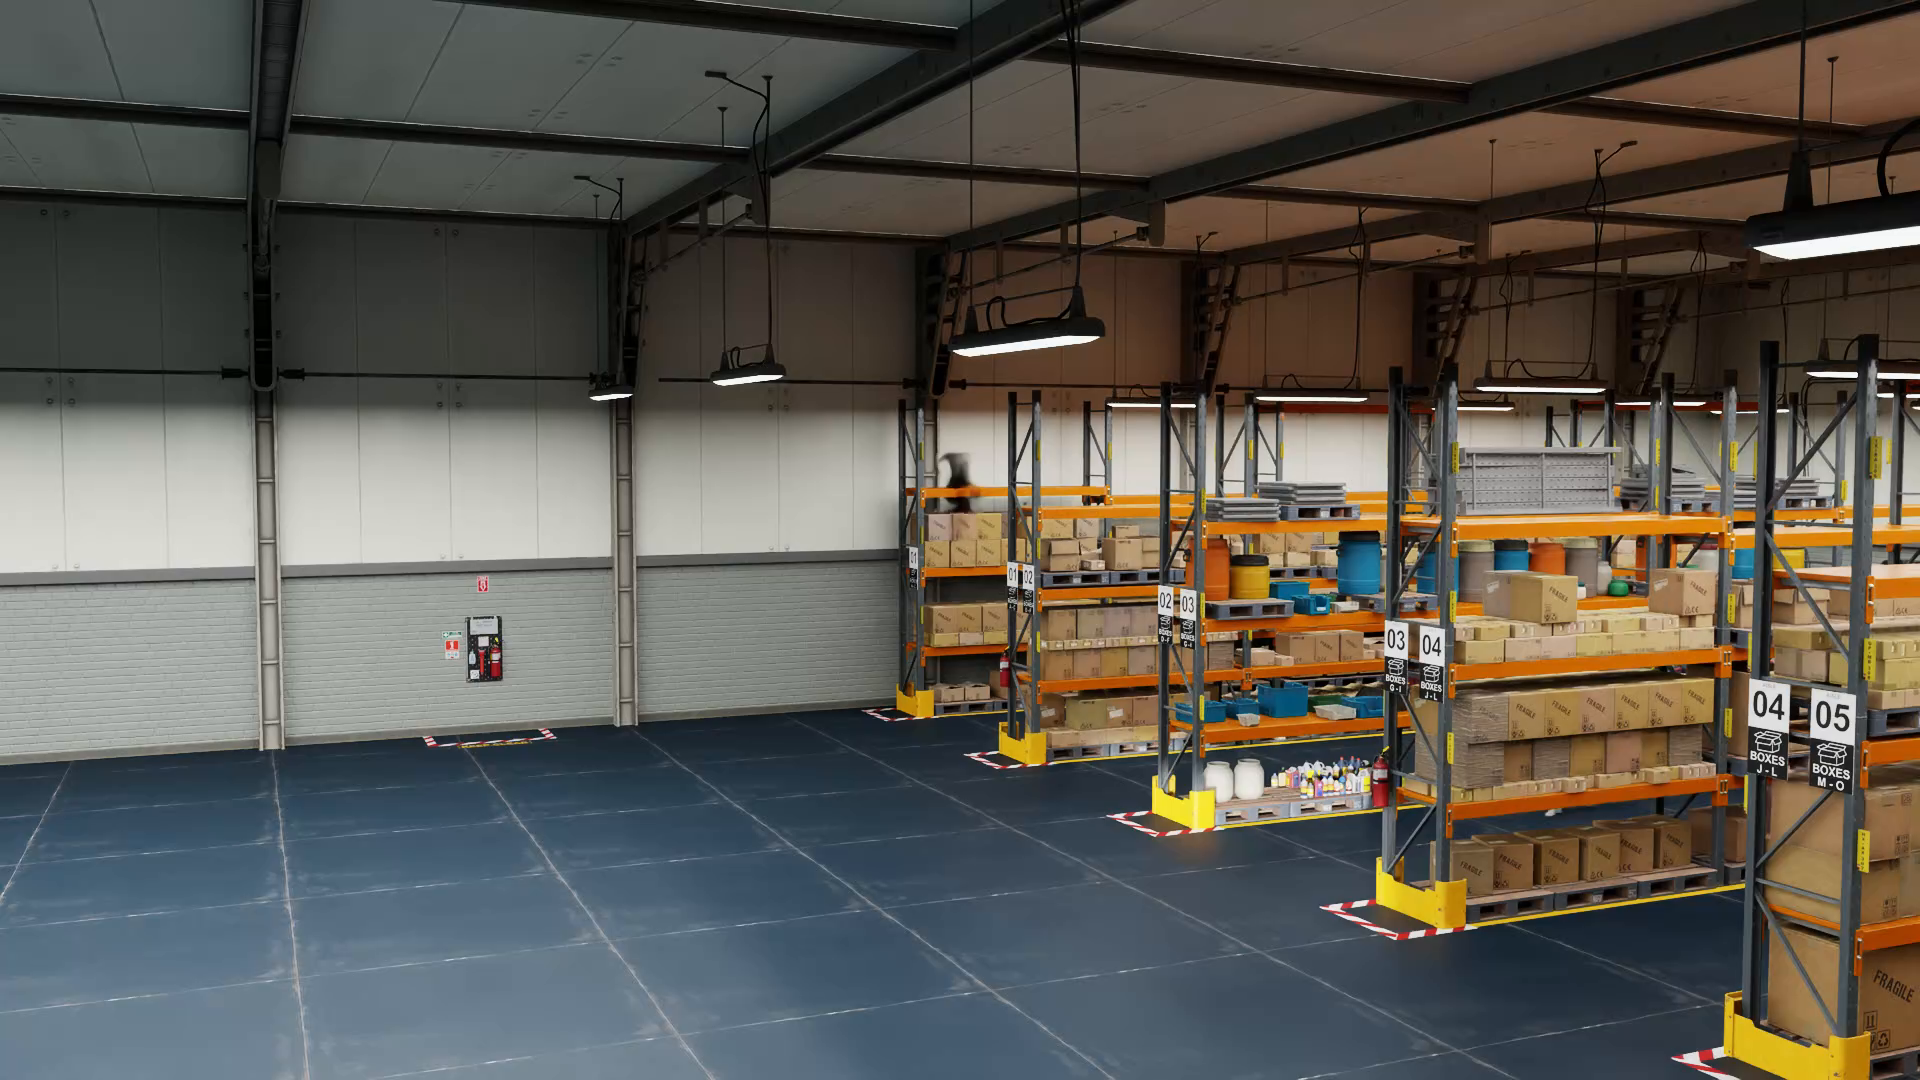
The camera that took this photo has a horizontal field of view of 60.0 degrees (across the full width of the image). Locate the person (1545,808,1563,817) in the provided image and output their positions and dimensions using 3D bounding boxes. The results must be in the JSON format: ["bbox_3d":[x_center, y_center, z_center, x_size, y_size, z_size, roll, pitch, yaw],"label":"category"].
[{"bbox_3d":[8.428,3.019,23.105,0.718,1.629,0.581,-1,4,-23],"label":"person"}]

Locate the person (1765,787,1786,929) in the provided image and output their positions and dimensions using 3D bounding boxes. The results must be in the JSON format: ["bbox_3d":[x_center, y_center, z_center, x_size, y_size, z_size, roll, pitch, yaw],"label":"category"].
[{"bbox_3d":[8.862,3.327,17.735,0.758,1.617,0.685,-3,5,-44],"label":"person"}]
